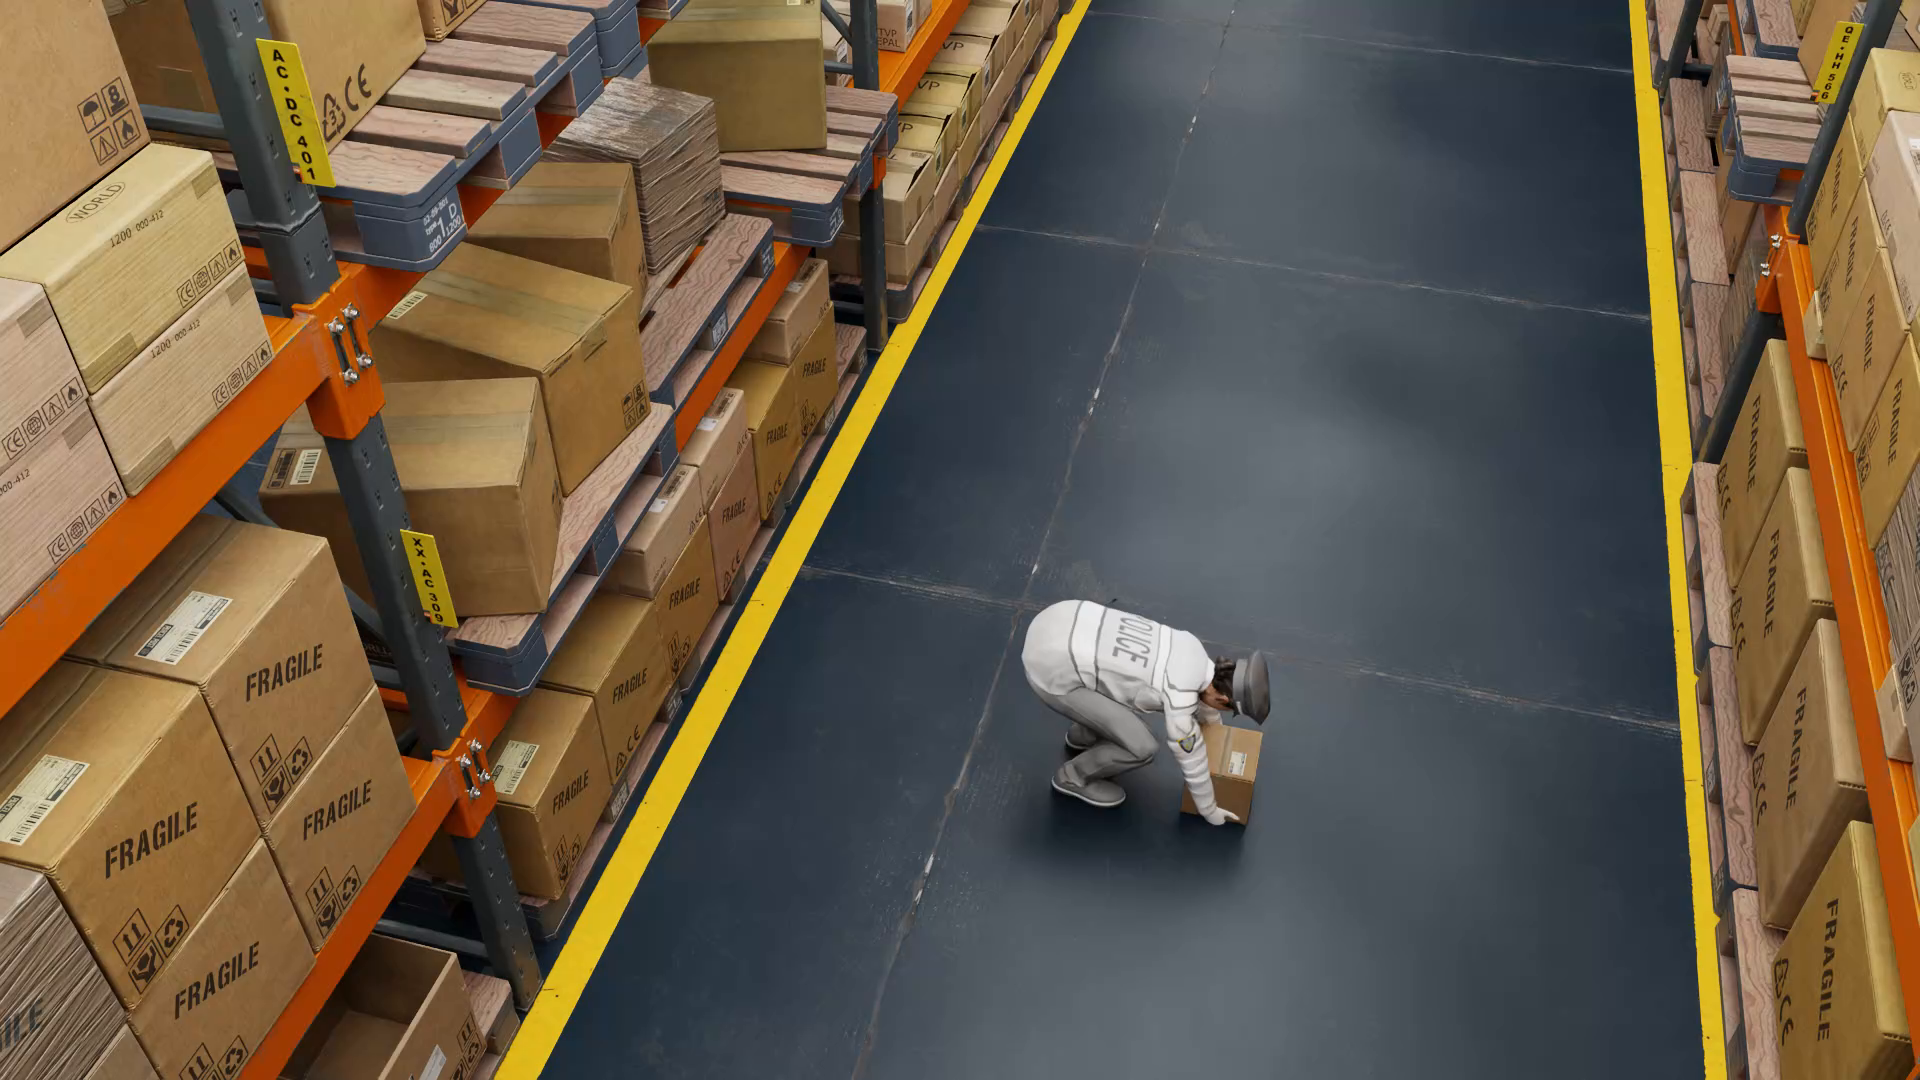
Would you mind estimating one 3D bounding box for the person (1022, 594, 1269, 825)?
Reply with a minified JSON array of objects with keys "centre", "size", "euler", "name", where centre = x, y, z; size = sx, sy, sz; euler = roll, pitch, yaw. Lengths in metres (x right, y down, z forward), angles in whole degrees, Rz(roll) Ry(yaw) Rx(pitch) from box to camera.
[{"centre":[0.676,0.615,6.123],"size":[0.897,0.822,0.468],"euler":[9,42,10],"name":"person"}]
